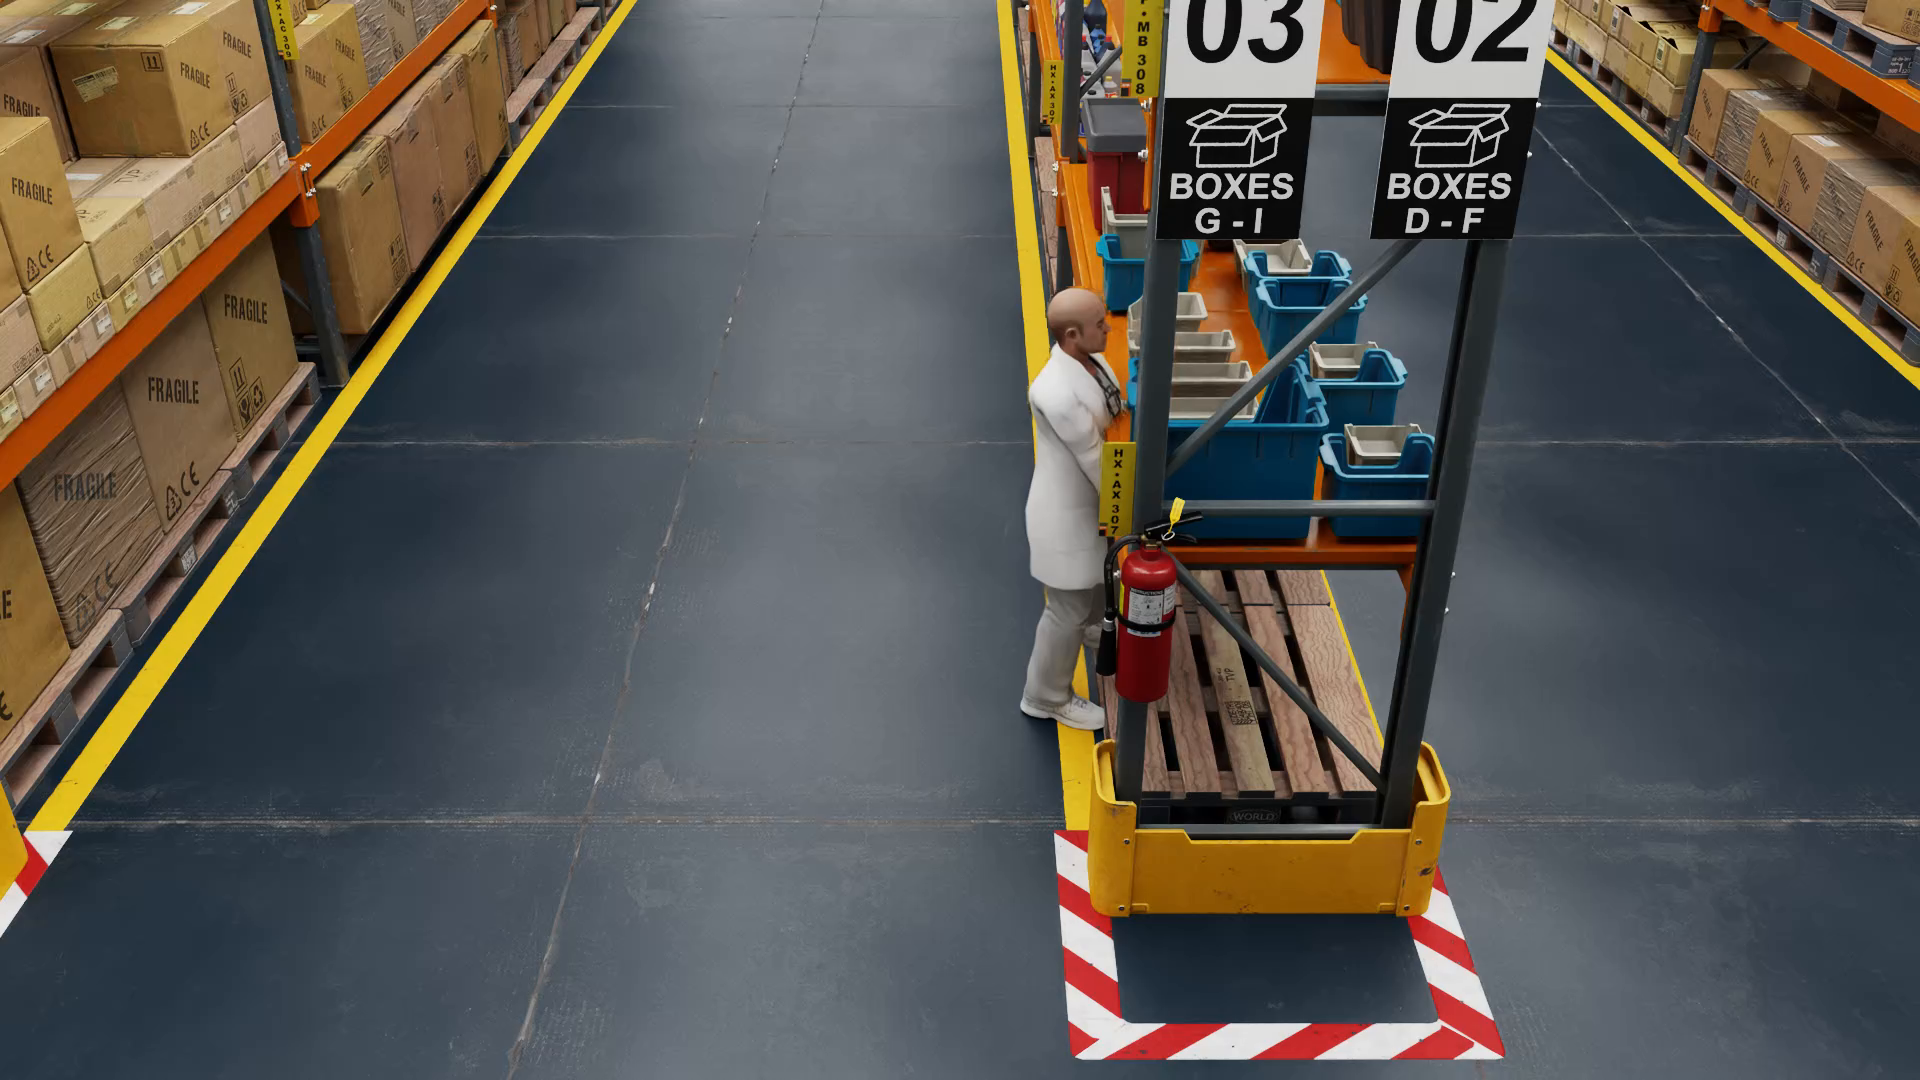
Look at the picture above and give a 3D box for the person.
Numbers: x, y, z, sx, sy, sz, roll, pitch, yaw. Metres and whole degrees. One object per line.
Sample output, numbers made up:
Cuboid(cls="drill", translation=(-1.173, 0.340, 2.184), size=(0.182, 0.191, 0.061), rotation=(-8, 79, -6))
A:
Cuboid(cls="person", translation=(0.544, -0.108, 6.330), size=(0.557, 1.780, 0.552), rotation=(9, 32, 14))
